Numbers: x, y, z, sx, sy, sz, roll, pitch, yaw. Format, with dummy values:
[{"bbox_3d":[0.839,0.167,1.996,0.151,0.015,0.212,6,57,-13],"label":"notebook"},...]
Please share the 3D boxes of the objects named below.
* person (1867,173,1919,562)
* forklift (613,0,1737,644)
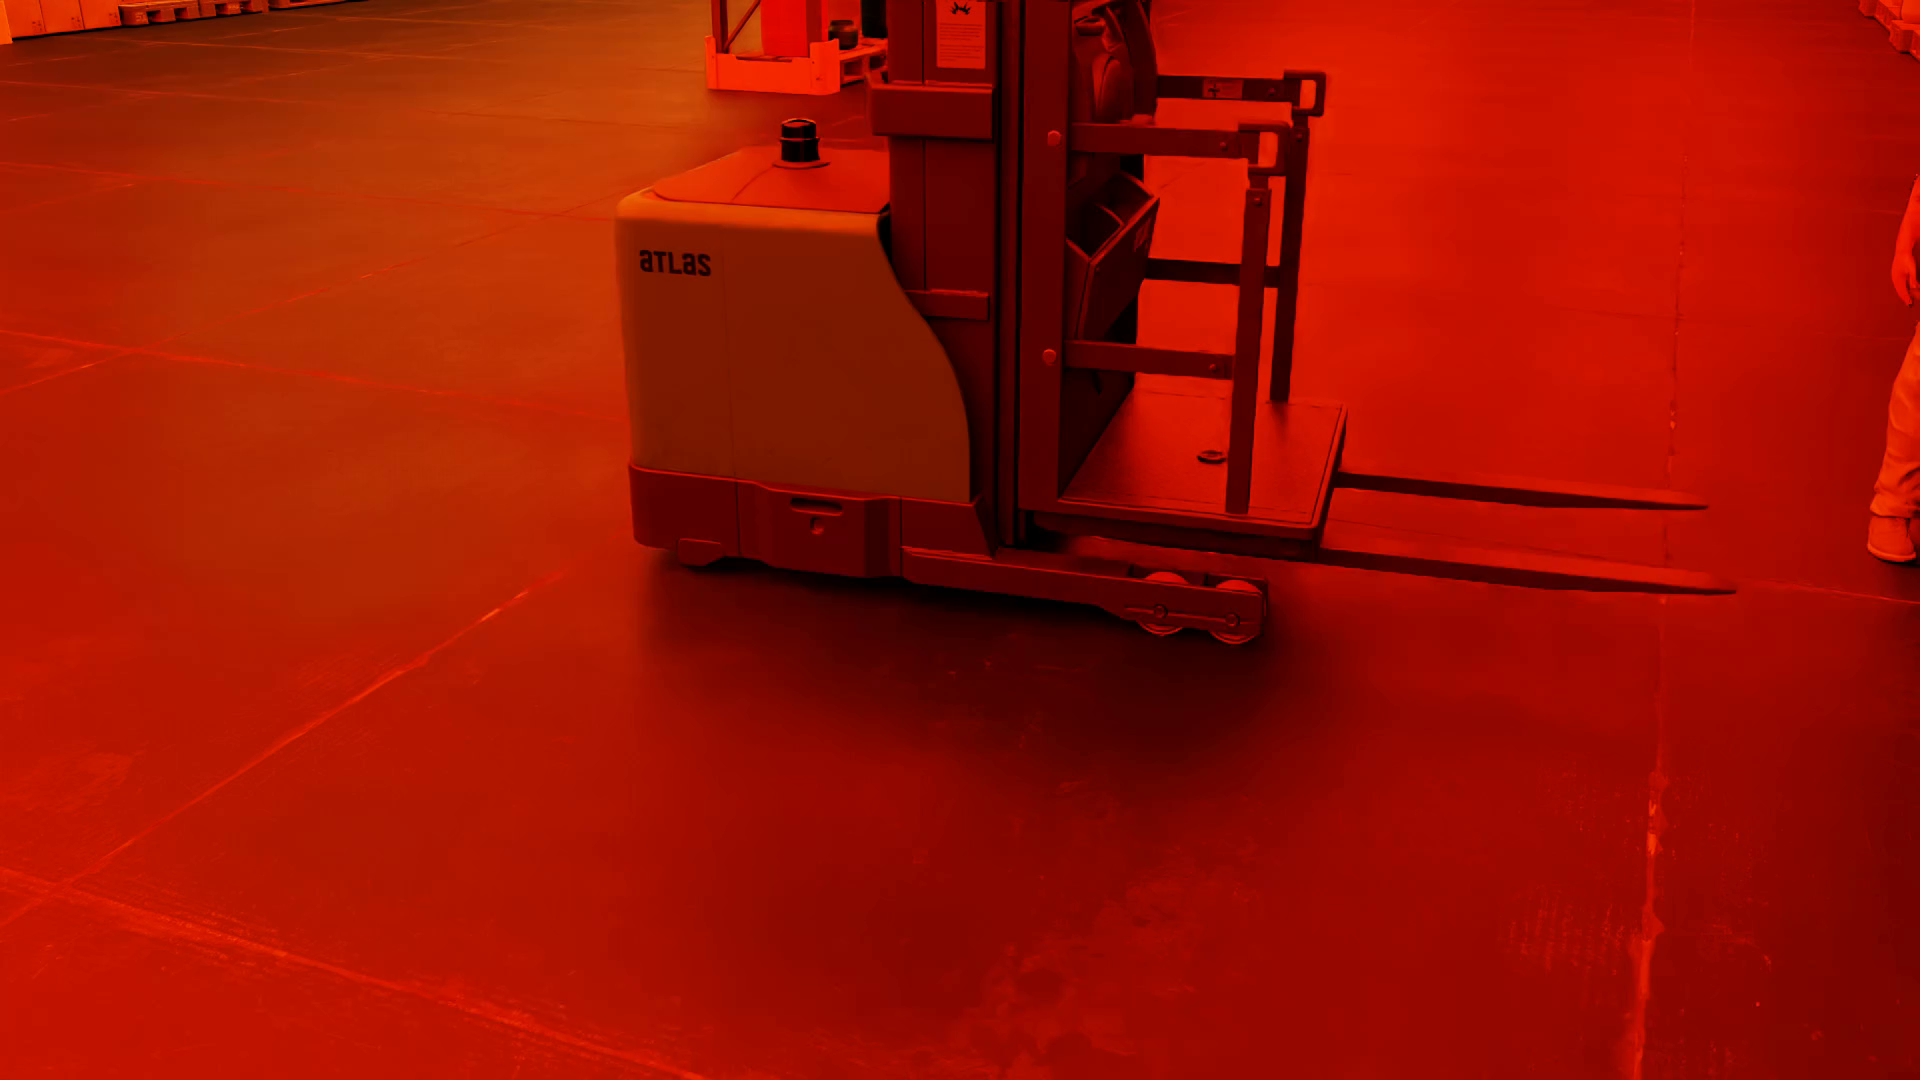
[{"bbox_3d":[3.005,-0.752,4.783,0.603,1.659,0.605,15,27,32],"label":"person"},{"bbox_3d":[0.605,-1.304,4.413,3.031,2.935,1.130,6,24,15],"label":"forklift"}]
